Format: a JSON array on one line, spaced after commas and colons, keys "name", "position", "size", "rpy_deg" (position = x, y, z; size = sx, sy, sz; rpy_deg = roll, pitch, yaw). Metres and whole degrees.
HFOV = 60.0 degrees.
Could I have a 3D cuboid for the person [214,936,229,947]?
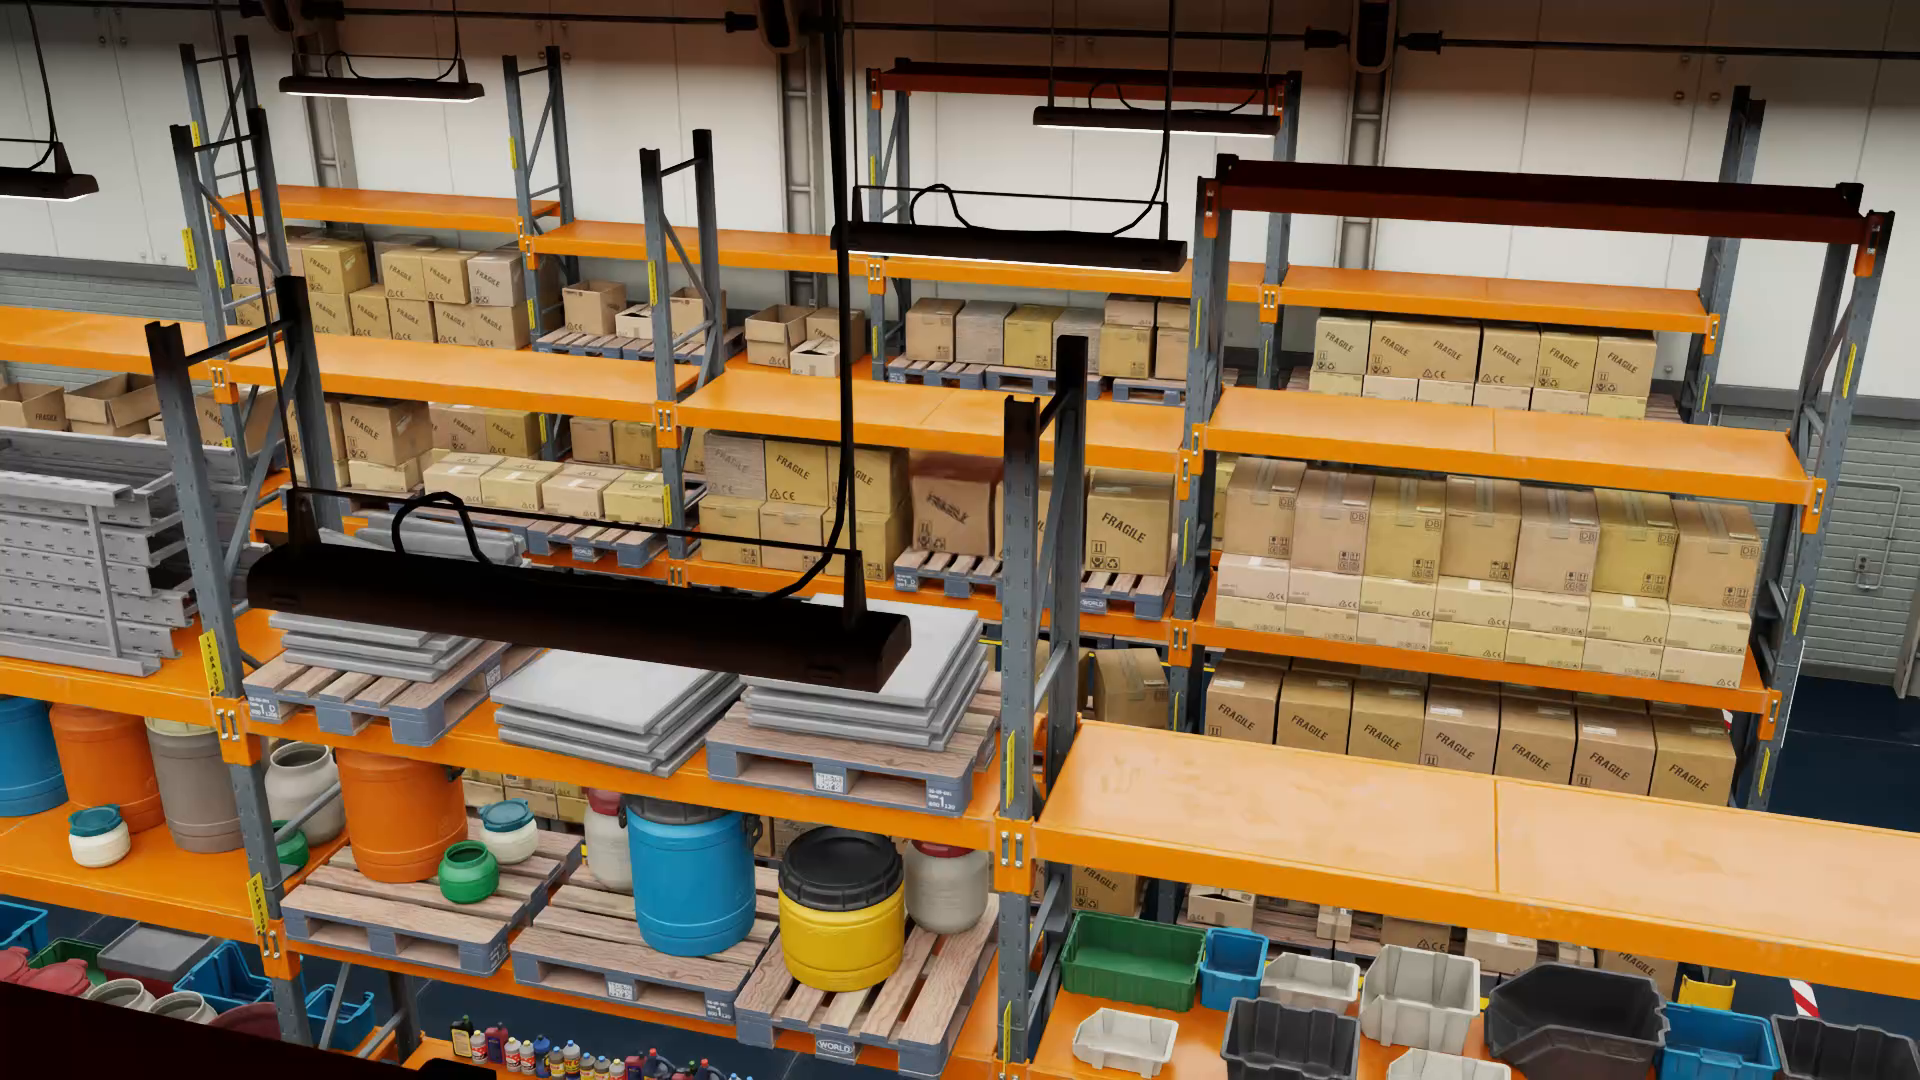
[{"name": "person", "position": [-5.976, 2.424, 12.625], "size": [0.807, 1.751, 0.630], "rpy_deg": [11, 25, 25]}]
